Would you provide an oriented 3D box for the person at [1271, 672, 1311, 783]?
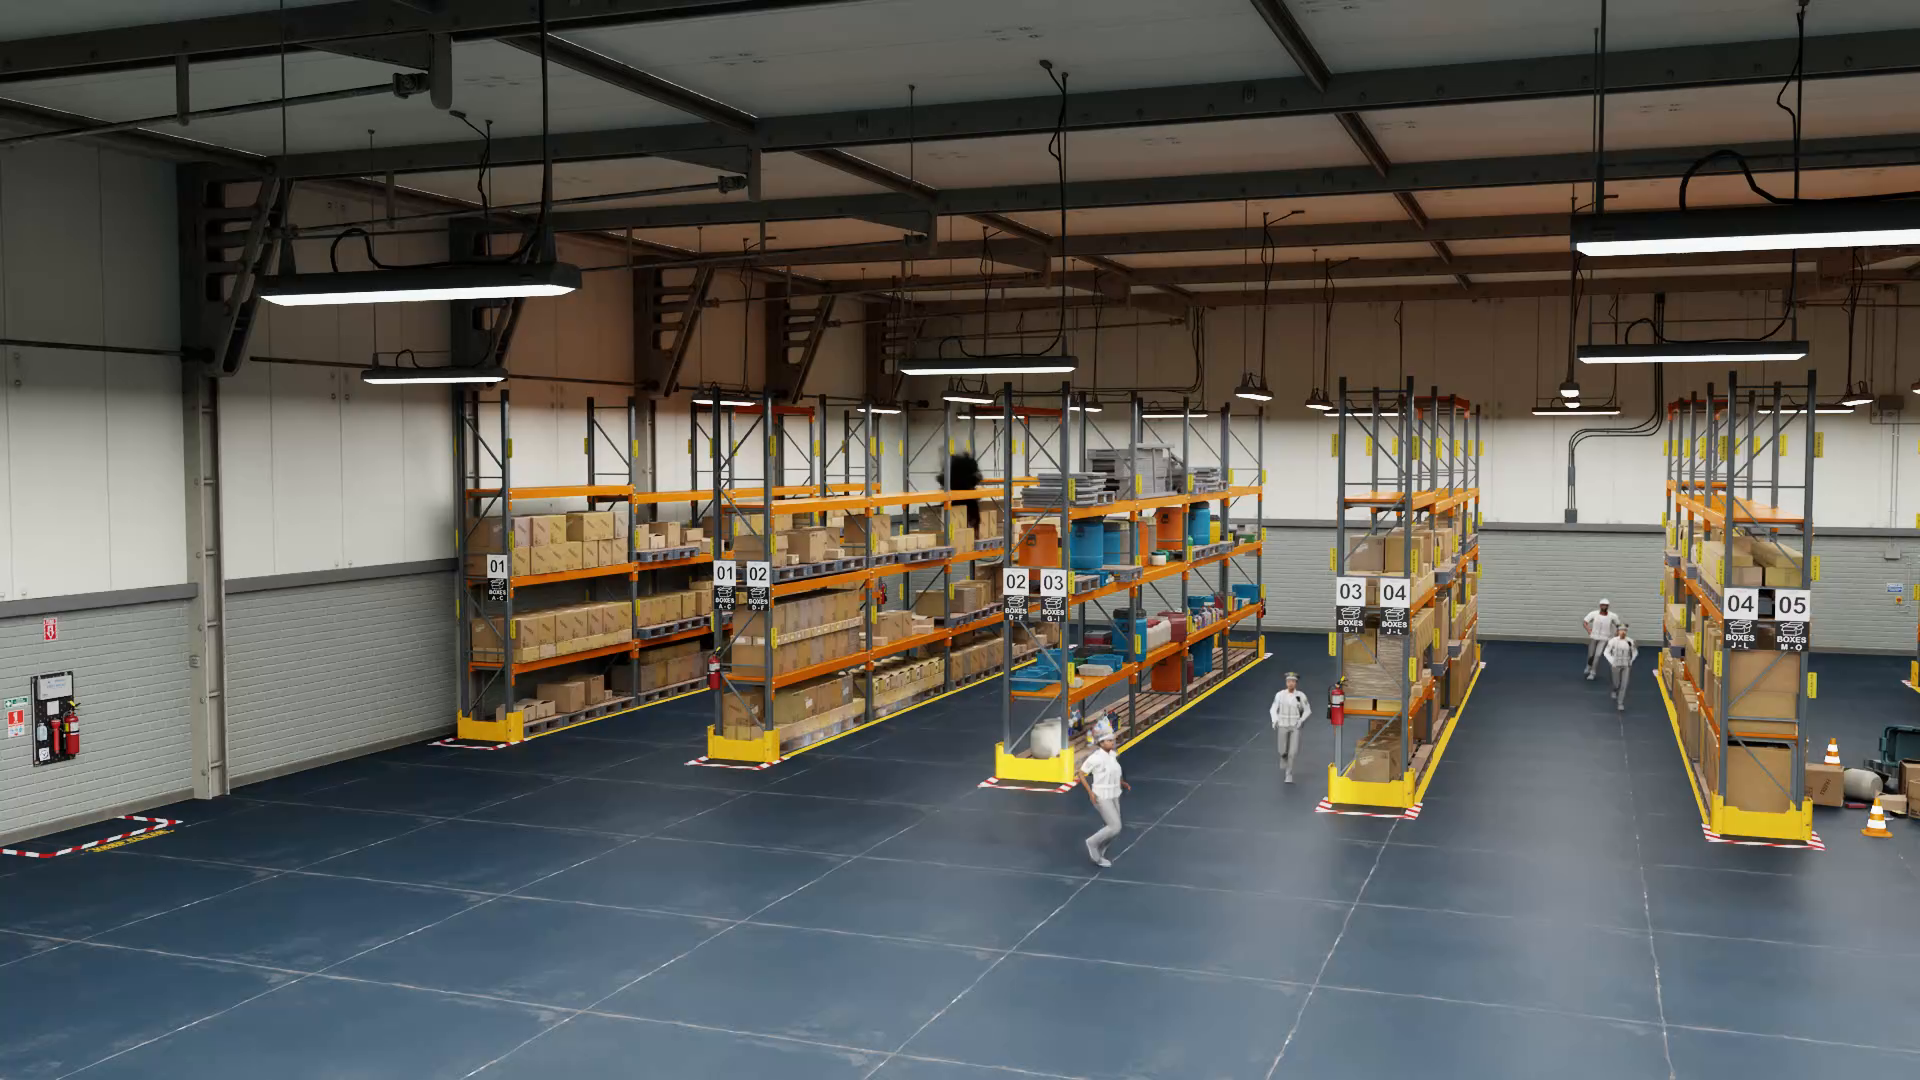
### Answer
[{"bbox_3d":[4.967,2.799,25.001,0.606,1.642,0.578,1,3,15],"label":"person"}]

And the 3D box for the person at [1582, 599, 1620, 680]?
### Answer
[{"bbox_3d":[13.879,2.140,36.031,0.764,1.730,0.959,2,4,26],"label":"person"}]

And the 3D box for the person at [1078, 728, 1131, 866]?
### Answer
[{"bbox_3d":[1.784,3.076,19.840,0.561,1.661,0.561,3,4,41],"label":"person"}]

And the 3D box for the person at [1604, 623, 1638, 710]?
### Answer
[{"bbox_3d":[12.693,2.411,31.908,0.632,1.656,0.733,1,3,11],"label":"person"}]
